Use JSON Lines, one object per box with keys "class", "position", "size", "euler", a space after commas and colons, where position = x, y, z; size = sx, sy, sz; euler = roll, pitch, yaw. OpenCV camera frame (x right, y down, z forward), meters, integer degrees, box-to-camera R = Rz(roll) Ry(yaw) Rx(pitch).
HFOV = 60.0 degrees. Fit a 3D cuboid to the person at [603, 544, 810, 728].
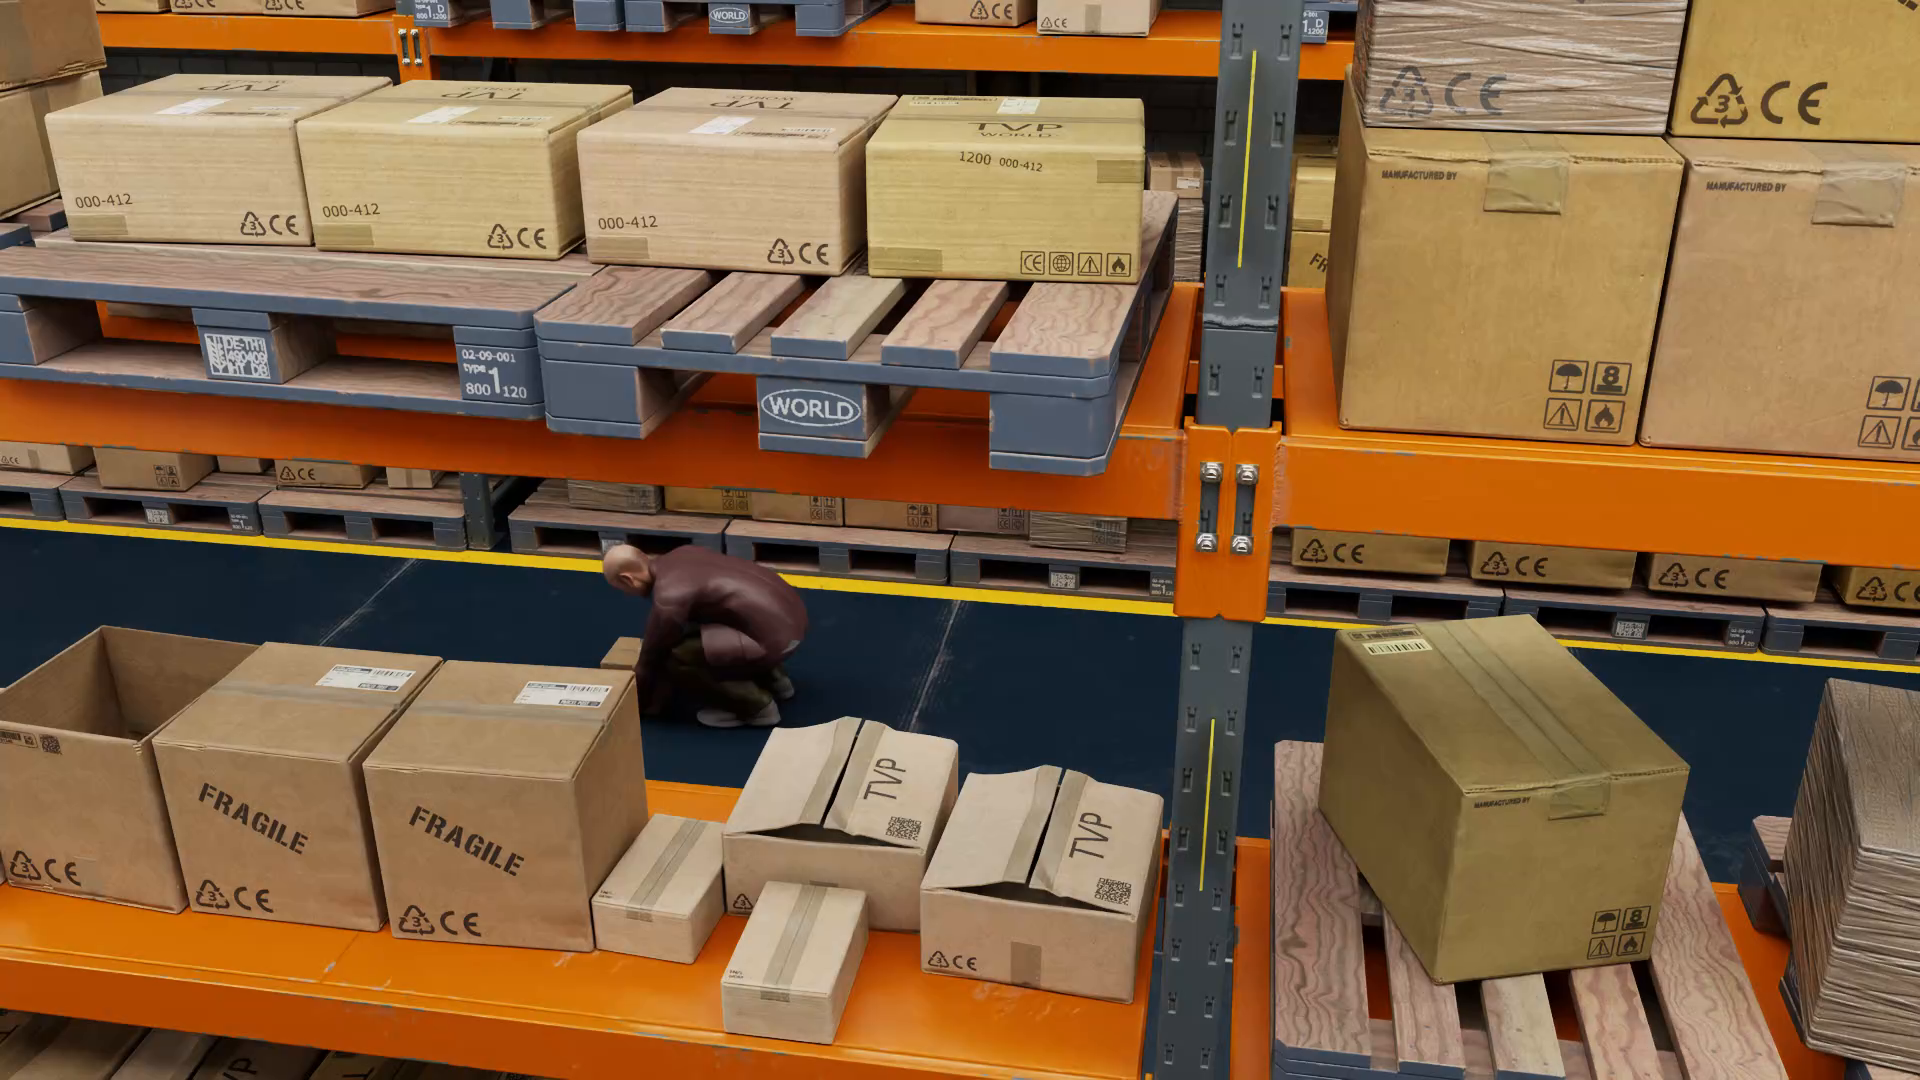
{"class": "person", "position": [-1.128, 0.433, 7.463], "size": [0.912, 0.892, 0.582], "euler": [4, 25, 8]}
